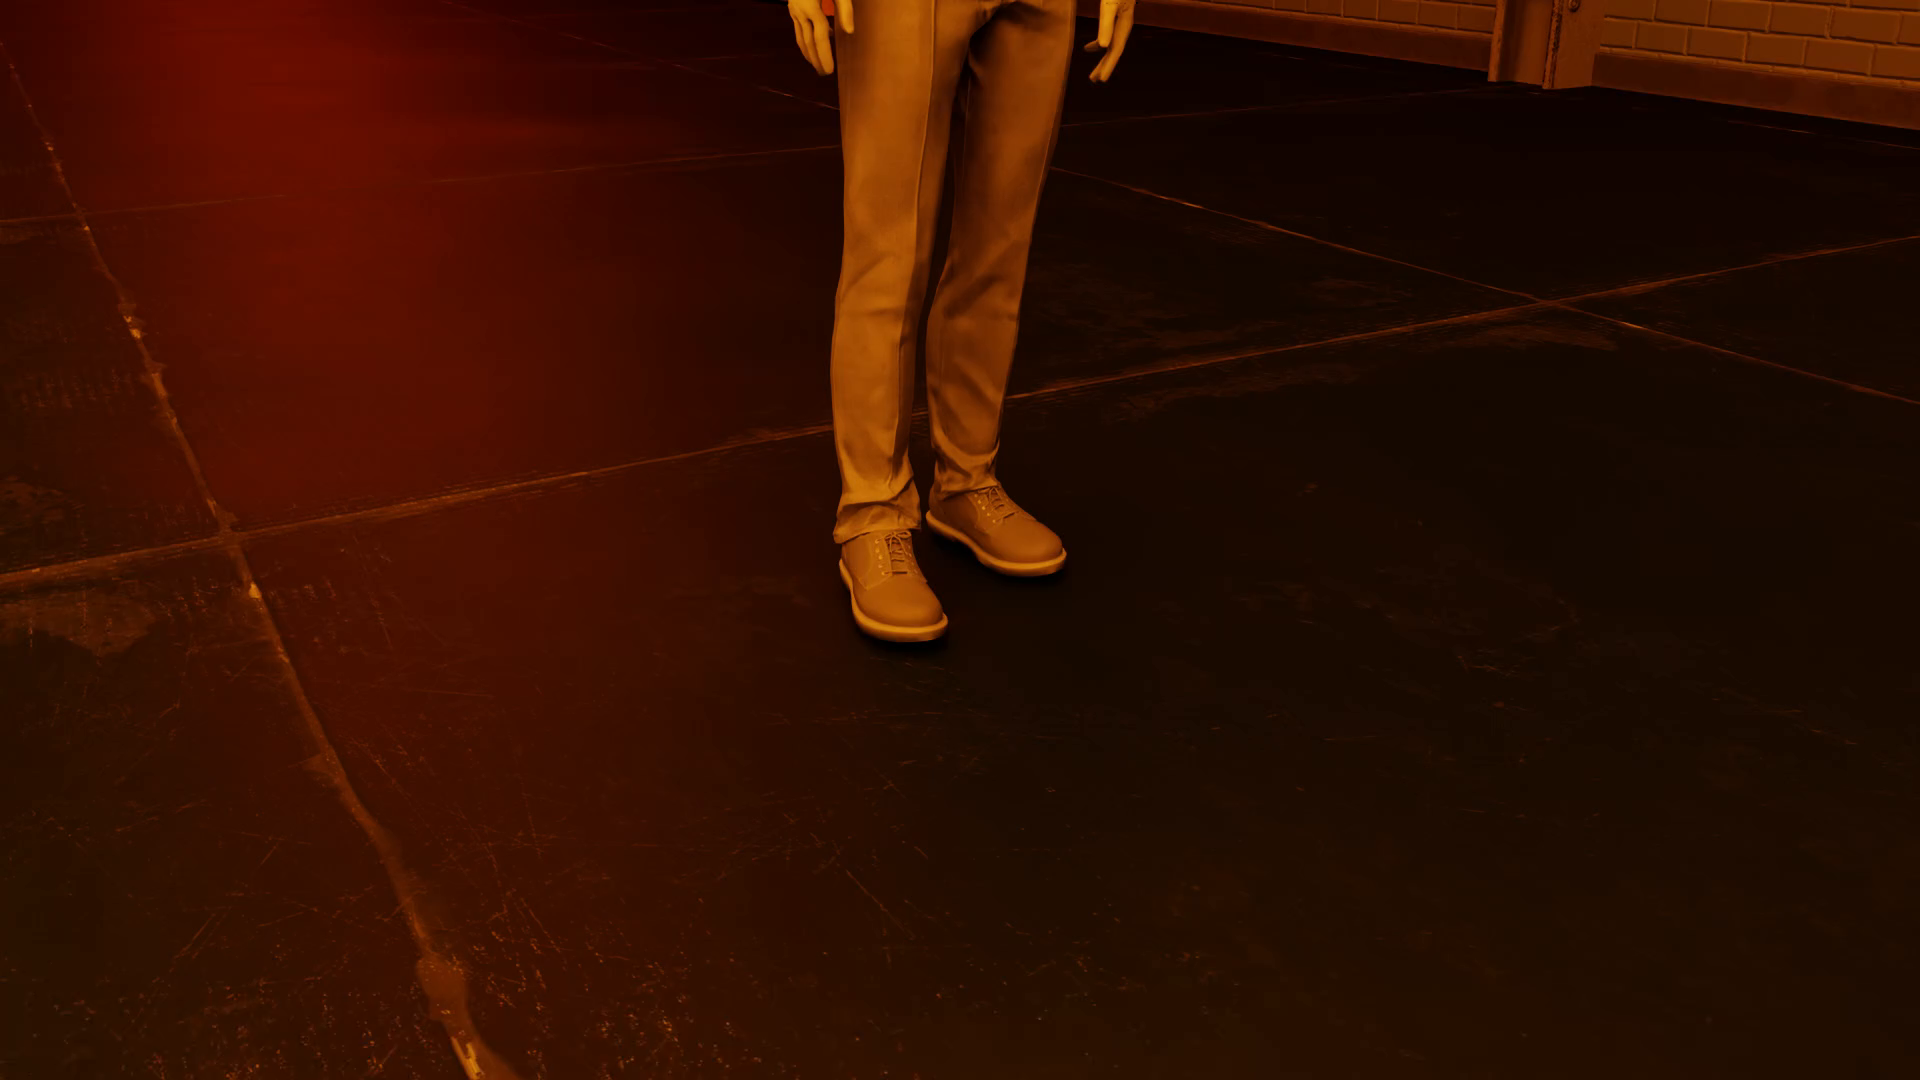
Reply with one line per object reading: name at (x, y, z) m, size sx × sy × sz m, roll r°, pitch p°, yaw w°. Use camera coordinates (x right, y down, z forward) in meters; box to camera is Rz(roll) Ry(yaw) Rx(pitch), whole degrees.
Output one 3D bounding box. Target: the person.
person at (0.028, -0.768, 2.254) m, size 0.588 × 1.696 × 0.533 m, roll -12°, pitch 25°, yaw -28°
